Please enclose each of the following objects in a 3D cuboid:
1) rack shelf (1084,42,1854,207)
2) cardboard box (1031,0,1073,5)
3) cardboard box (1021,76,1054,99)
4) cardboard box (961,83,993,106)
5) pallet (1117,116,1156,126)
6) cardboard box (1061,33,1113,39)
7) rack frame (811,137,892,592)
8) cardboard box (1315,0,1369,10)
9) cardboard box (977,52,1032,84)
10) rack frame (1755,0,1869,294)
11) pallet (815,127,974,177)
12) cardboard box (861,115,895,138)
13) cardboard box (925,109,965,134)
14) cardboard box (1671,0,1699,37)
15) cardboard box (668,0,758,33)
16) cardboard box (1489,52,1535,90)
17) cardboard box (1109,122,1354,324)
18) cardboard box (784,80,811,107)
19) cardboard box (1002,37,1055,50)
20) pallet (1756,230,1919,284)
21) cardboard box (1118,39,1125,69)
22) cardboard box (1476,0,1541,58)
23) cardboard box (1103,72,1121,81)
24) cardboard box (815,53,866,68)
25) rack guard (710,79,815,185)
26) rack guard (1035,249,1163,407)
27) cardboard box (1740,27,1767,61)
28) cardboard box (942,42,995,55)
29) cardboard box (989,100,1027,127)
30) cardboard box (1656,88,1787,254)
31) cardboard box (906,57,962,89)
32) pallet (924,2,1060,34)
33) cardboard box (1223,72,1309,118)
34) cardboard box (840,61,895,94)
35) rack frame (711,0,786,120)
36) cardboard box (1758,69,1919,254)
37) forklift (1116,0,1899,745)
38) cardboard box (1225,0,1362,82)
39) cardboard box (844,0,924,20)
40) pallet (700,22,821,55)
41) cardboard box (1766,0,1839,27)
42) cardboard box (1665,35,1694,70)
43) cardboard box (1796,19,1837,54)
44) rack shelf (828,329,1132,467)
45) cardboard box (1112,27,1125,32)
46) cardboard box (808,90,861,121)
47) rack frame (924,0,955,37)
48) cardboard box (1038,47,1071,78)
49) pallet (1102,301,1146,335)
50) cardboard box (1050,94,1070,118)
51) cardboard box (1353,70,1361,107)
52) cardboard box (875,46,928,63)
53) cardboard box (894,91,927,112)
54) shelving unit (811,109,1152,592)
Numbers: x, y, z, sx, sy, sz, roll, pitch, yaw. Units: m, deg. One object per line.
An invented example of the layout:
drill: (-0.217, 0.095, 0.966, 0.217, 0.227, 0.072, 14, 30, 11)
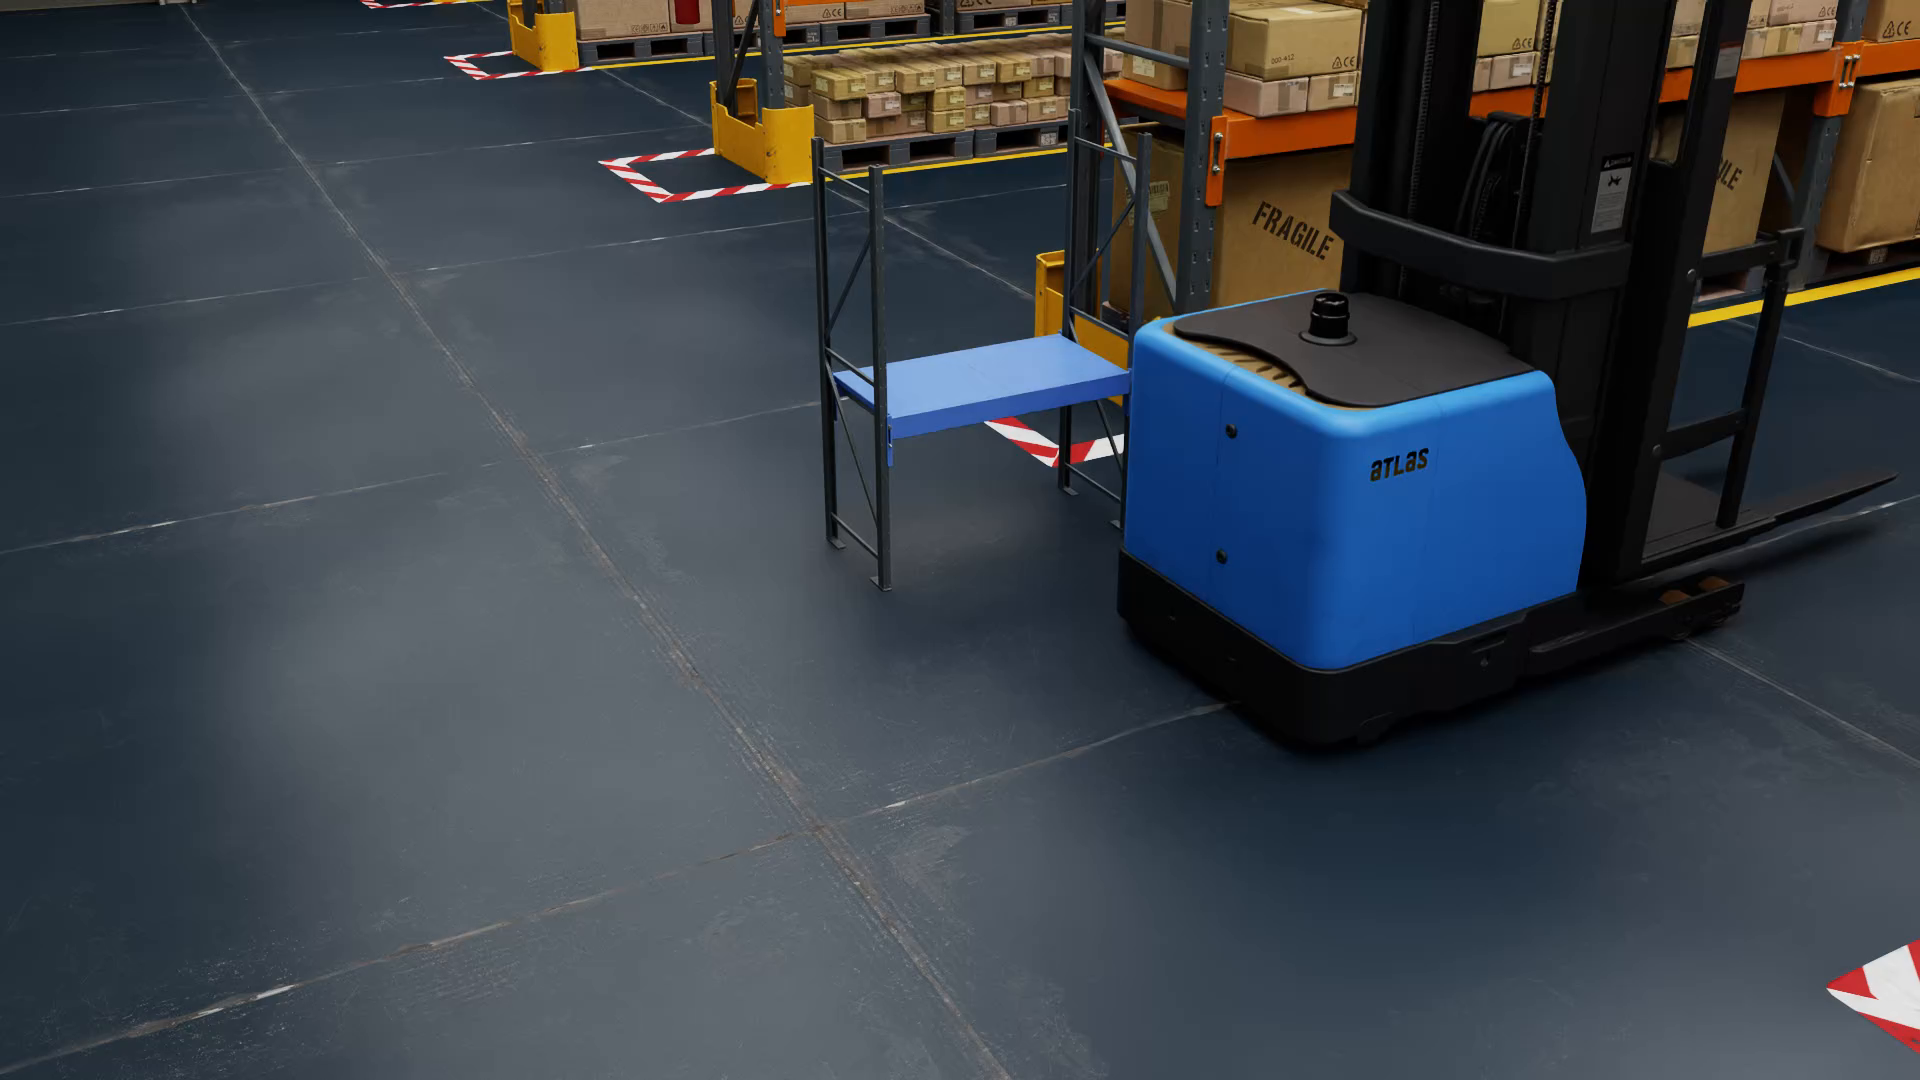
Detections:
rack shelf: (2.552, -2.157, 8.109, 4.000, 0.370, 1.077, -13, 29, -25)
cardboard box: (0.957, -6.249, 17.769, 0.875, 0.875, 0.875, -12, 28, -24)
cardboard box: (0.498, -3.377, 12.283, 0.250, 0.149, 0.380, -12, 28, -23)
cardboard box: (0.035, -3.255, 12.029, 0.250, 0.149, 0.380, -14, 29, -28)
pallet: (1.496, -3.396, 13.080, 1.213, 0.211, 1.003, -13, 29, -25)
cardboard box: (0.980, -3.819, 12.861, 0.250, 0.149, 0.380, -14, 29, -26)
rack frame: (-0.373, -0.590, 5.746, 0.032, 1.500, 0.500, -13, 29, -25)
cardboard box: (1.779, -2.575, 7.111, 0.500, 0.500, 0.500, -14, 29, -26)
cardboard box: (0.317, -3.414, 12.016, 0.250, 0.149, 0.380, -13, 28, -24)
rack frame: (4.317, -2.889, 8.801, 0.127, 3.000, 1.000, -13, 29, -25)
pallet: (-0.657, -2.899, 12.045, 1.213, 0.211, 1.003, -13, 29, -25)
cardboard box: (-0.652, -2.962, 11.763, 0.250, 0.149, 0.380, -13, 29, -25)
cardboard box: (-0.159, -3.026, 11.895, 0.250, 0.149, 0.380, -13, 28, -24)
cardboard box: (3.145, -2.555, 7.935, 0.500, 0.250, 0.500, -12, 28, -24)
cardboard box: (-2.537, -5.255, 16.205, 0.875, 0.438, 0.875, -12, 28, -24)
cardboard box: (2.389, -2.170, 7.594, 0.250, 0.149, 0.380, -13, 29, -26)
cardboard box: (1.315, -1.467, 7.809, 0.875, 0.875, 0.875, -13, 29, -25)
cardboard box: (-1.126, -3.244, 12.005, 0.250, 0.149, 0.380, -14, 29, -26)
cardboard box: (0.516, -3.712, 12.636, 0.250, 0.149, 0.380, -14, 29, -27)
pallet: (4.962, -1.818, 9.792, 1.213, 0.211, 1.003, -13, 29, -25)
cardboard box: (1.192, -3.660, 12.530, 0.250, 0.149, 0.380, -12, 28, -23)
cardboard box: (2.239, -2.345, 7.498, 0.500, 0.250, 0.500, -14, 29, -27)
cardboard box: (1.000, -3.462, 12.460, 0.250, 0.149, 0.380, -12, 28, -24)
cardboard box: (-0.861, -3.395, 11.977, 0.250, 0.149, 0.380, -12, 28, -24)
rack guard: (-1.390, -2.878, 11.666, 0.348, 0.500, 1.175, -13, 29, -25)
rack guard: (0.766, -0.942, 7.635, 0.348, 0.500, 1.175, -13, 29, -25)
cardboard box: (3.748, -2.484, 8.248, 0.250, 0.149, 0.380, -14, 29, -26)
cardboard box: (0.062, -3.612, 12.429, 0.250, 0.149, 0.380, -14, 29, -27)
cardboard box: (0.282, -3.131, 12.115, 0.250, 0.149, 0.380, -15, 29, -28)
cardboard box: (3.697, -2.017, 8.954, 0.875, 0.875, 0.875, -13, 29, -25)
cardboard box: (-0.186, -3.325, 11.831, 0.250, 0.149, 0.380, -15, 29, -28)
pallet: (0.299, -5.602, 17.675, 1.213, 0.211, 1.003, -13, 29, -25)
cardboard box: (1.256, -1.907, 7.047, 0.250, 0.149, 0.380, -13, 28, -25)
cardboard box: (-0.648, -3.240, 11.655, 0.250, 0.149, 0.380, -12, 28, -24)
rack frame: (-1.457, -3.989, 11.093, 0.127, 3.000, 1.000, -13, 29, -25)
cardboard box: (4.872, -2.258, 9.458, 0.875, 0.875, 1.225, -13, 29, -25)
forklift: (2.060, -1.170, 5.300, 3.031, 2.935, 1.130, -14, 29, -27)
cardboard box: (1.338, -2.135, 7.061, 0.500, 0.250, 0.500, -14, 29, -26)
cardboard box: (-0.951, -5.621, 16.967, 0.875, 0.438, 0.875, -13, 29, -26)
pallet: (-2.132, -5.041, 16.506, 1.213, 0.211, 1.003, -13, 29, -25)
cardboard box: (4.051, -2.765, 8.373, 0.500, 0.250, 0.500, -14, 29, -26)
cardboard box: (3.294, -2.379, 8.029, 0.250, 0.149, 0.380, -12, 28, -24)
cardboard box: (4.202, -2.588, 8.466, 0.250, 0.149, 0.380, -13, 28, -25)
rack shelf: (0.075, -0.531, 6.039, 1.000, 0.185, 0.538, -13, 29, -25)
cardboard box: (1.400, -3.952, 13.136, 0.250, 0.149, 0.380, -12, 28, -23)
cardboard box: (-0.874, -3.036, 11.573, 0.250, 0.149, 0.380, -12, 28, -23)
rack frame: (-0.346, -6.674, 16.684, 0.127, 3.000, 1.000, -13, 29, -25)
cardboard box: (0.764, -3.510, 12.217, 0.250, 0.149, 0.380, -14, 29, -27)
pallet: (1.456, -1.010, 8.110, 1.213, 0.211, 1.003, -13, 29, -25)
cardboard box: (0.711, -3.260, 12.382, 0.250, 0.149, 0.380, -12, 28, -24)
cardboard box: (1.707, -2.012, 7.266, 0.250, 0.149, 0.380, -14, 29, -26)
cardboard box: (-0.434, -3.525, 12.248, 0.250, 0.149, 0.380, -14, 29, -27)
cardboard box: (-0.432, -3.154, 11.818, 0.250, 0.149, 0.380, -13, 28, -24)
shelving unit: (0.075, -0.693, 5.962, 1.048, 1.500, 0.538, -13, 29, -25)
